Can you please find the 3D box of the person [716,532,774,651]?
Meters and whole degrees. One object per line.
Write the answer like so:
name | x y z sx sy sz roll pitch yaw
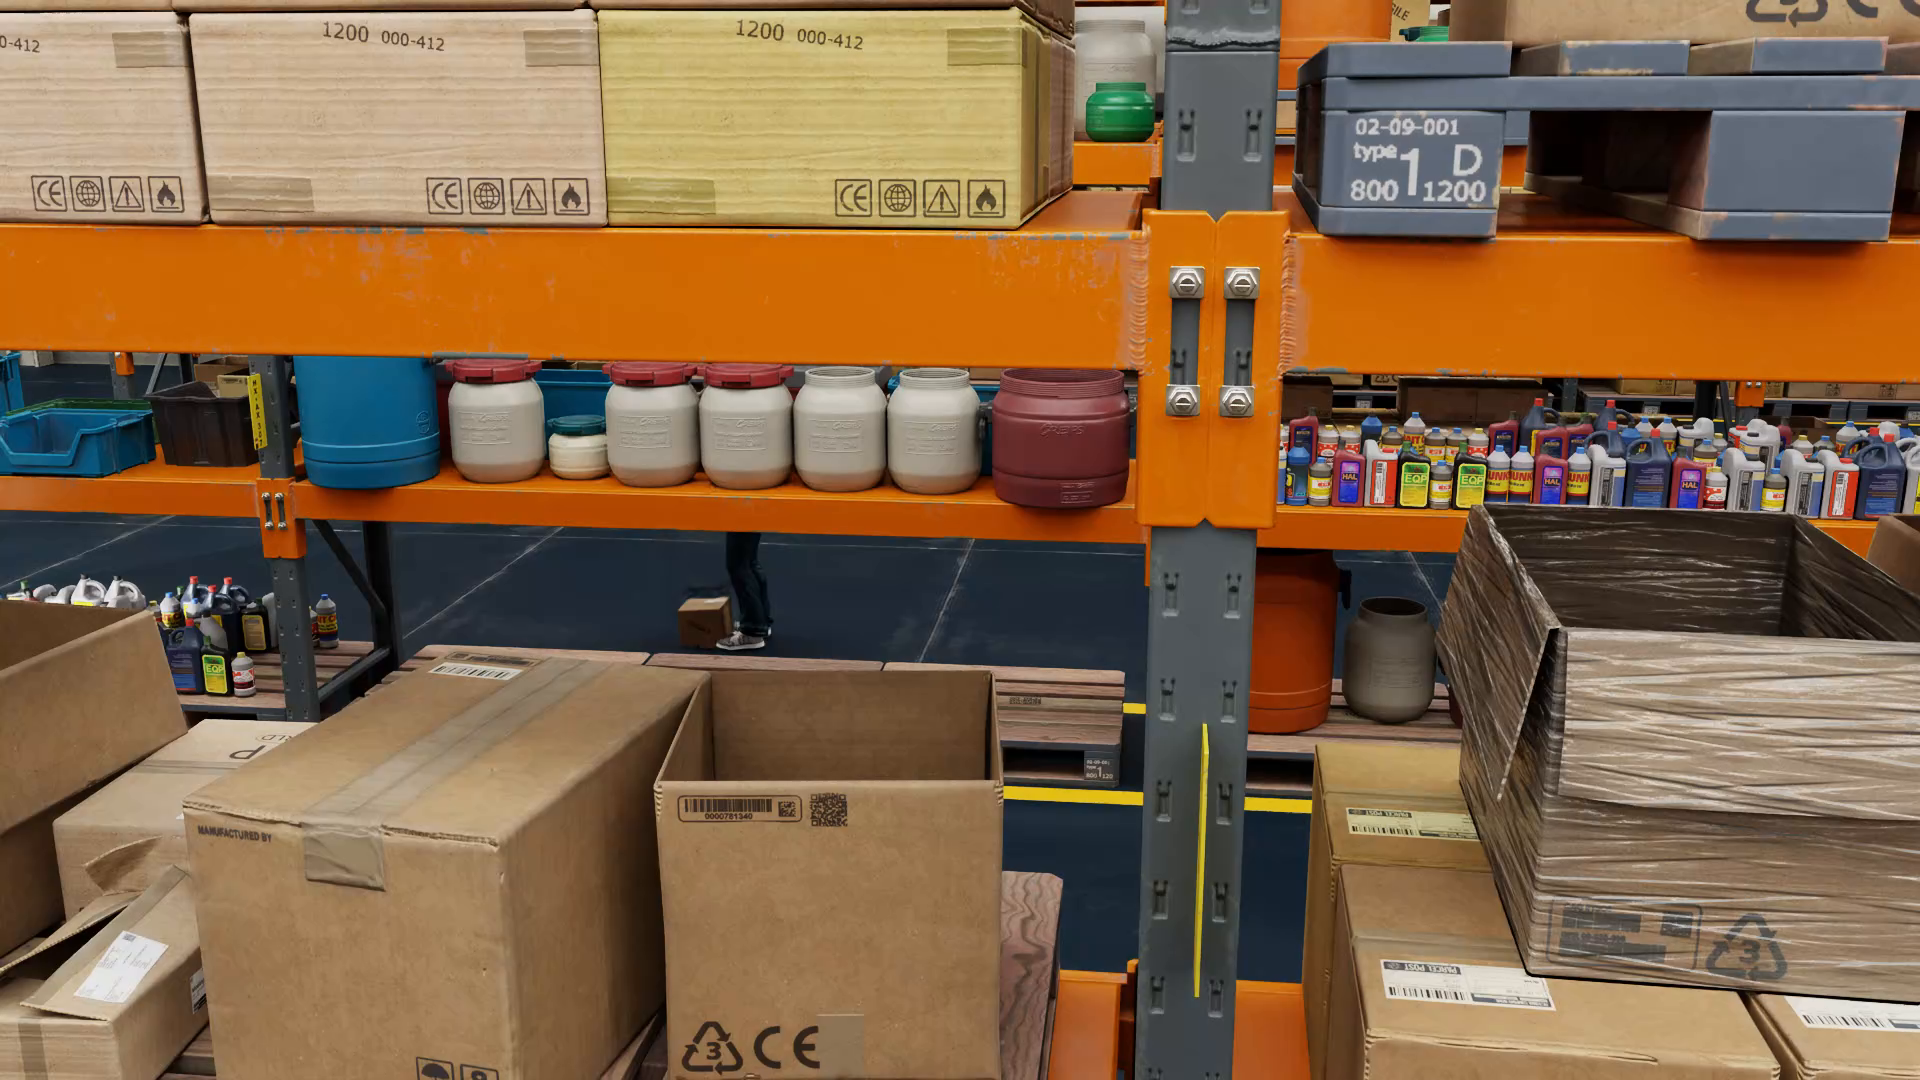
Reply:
person | -1.193 -0.185 9.245 0.338 1.593 0.460 1 15 4
